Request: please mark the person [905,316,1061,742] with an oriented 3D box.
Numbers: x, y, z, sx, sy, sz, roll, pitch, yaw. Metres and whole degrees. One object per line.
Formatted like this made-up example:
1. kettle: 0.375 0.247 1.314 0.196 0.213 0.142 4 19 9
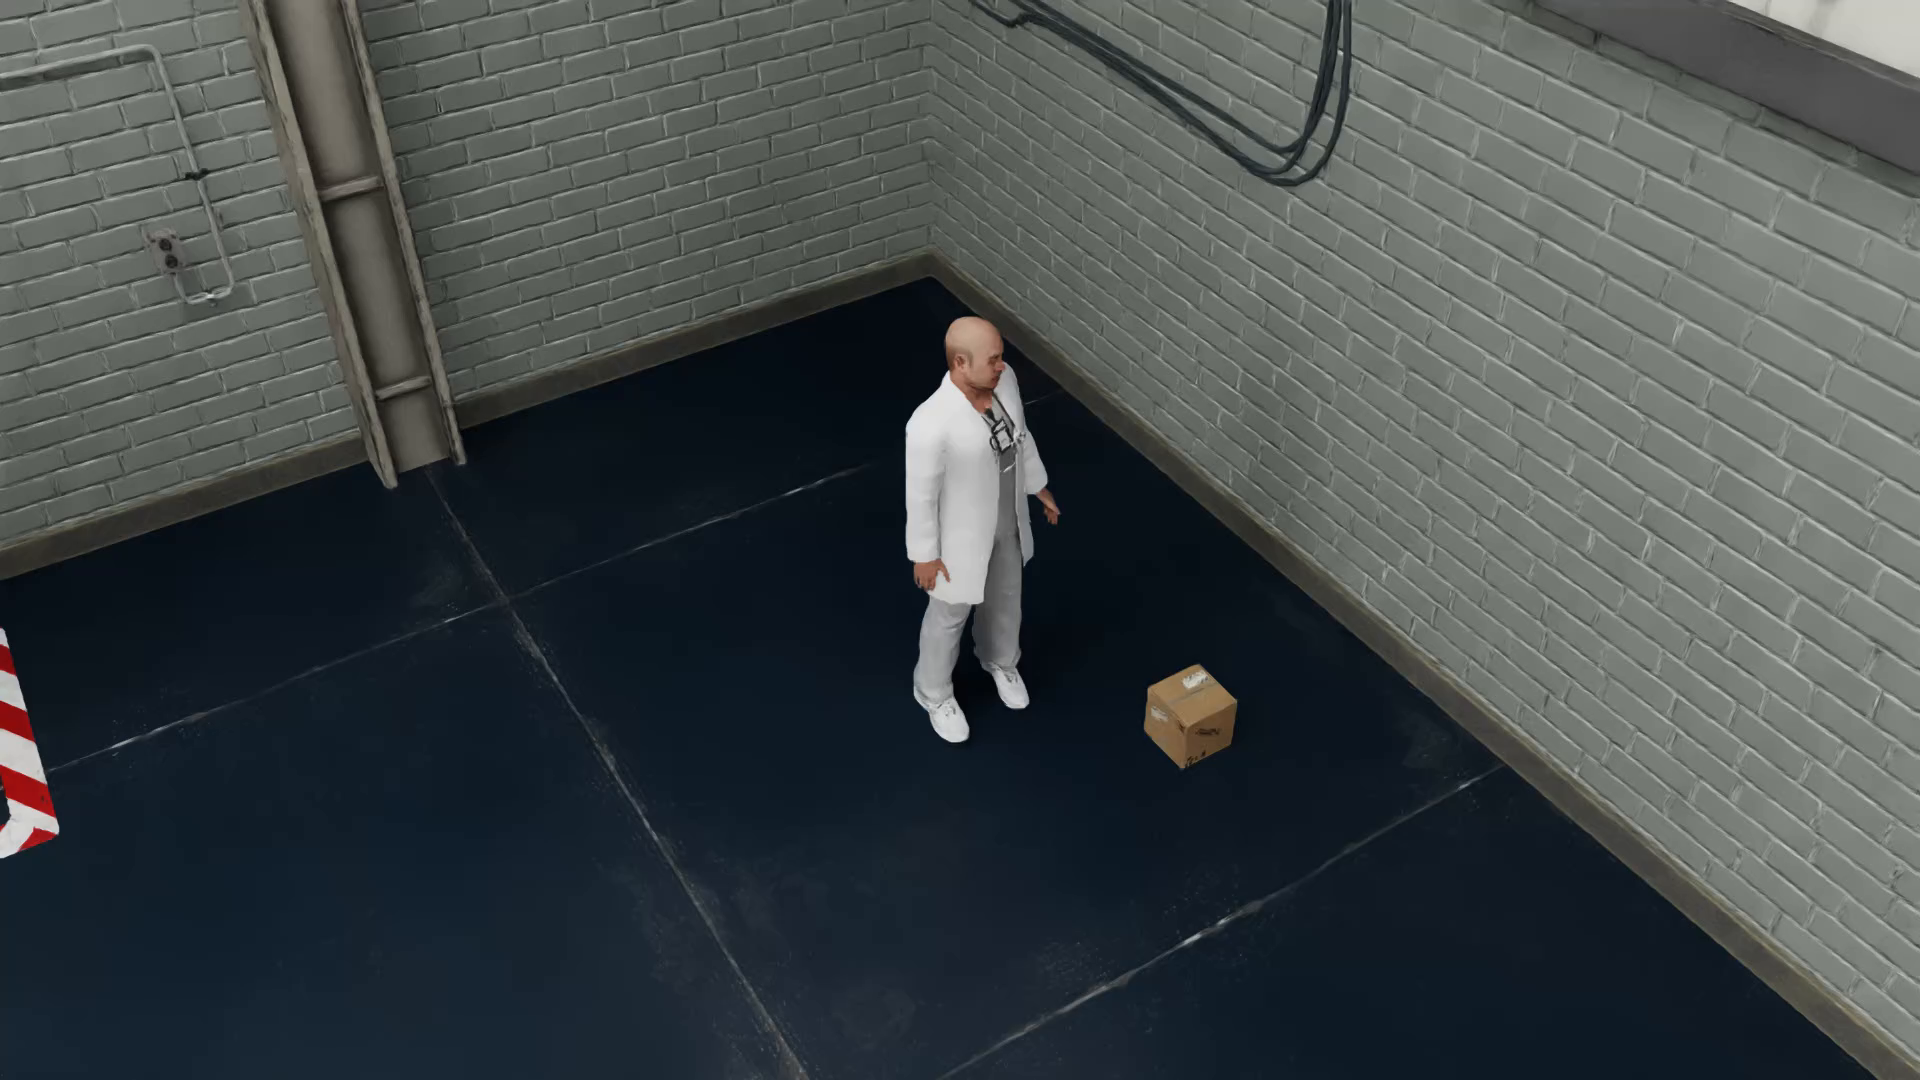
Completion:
1. person: 0.080 -0.054 6.195 0.432 1.785 0.647 28 48 29
